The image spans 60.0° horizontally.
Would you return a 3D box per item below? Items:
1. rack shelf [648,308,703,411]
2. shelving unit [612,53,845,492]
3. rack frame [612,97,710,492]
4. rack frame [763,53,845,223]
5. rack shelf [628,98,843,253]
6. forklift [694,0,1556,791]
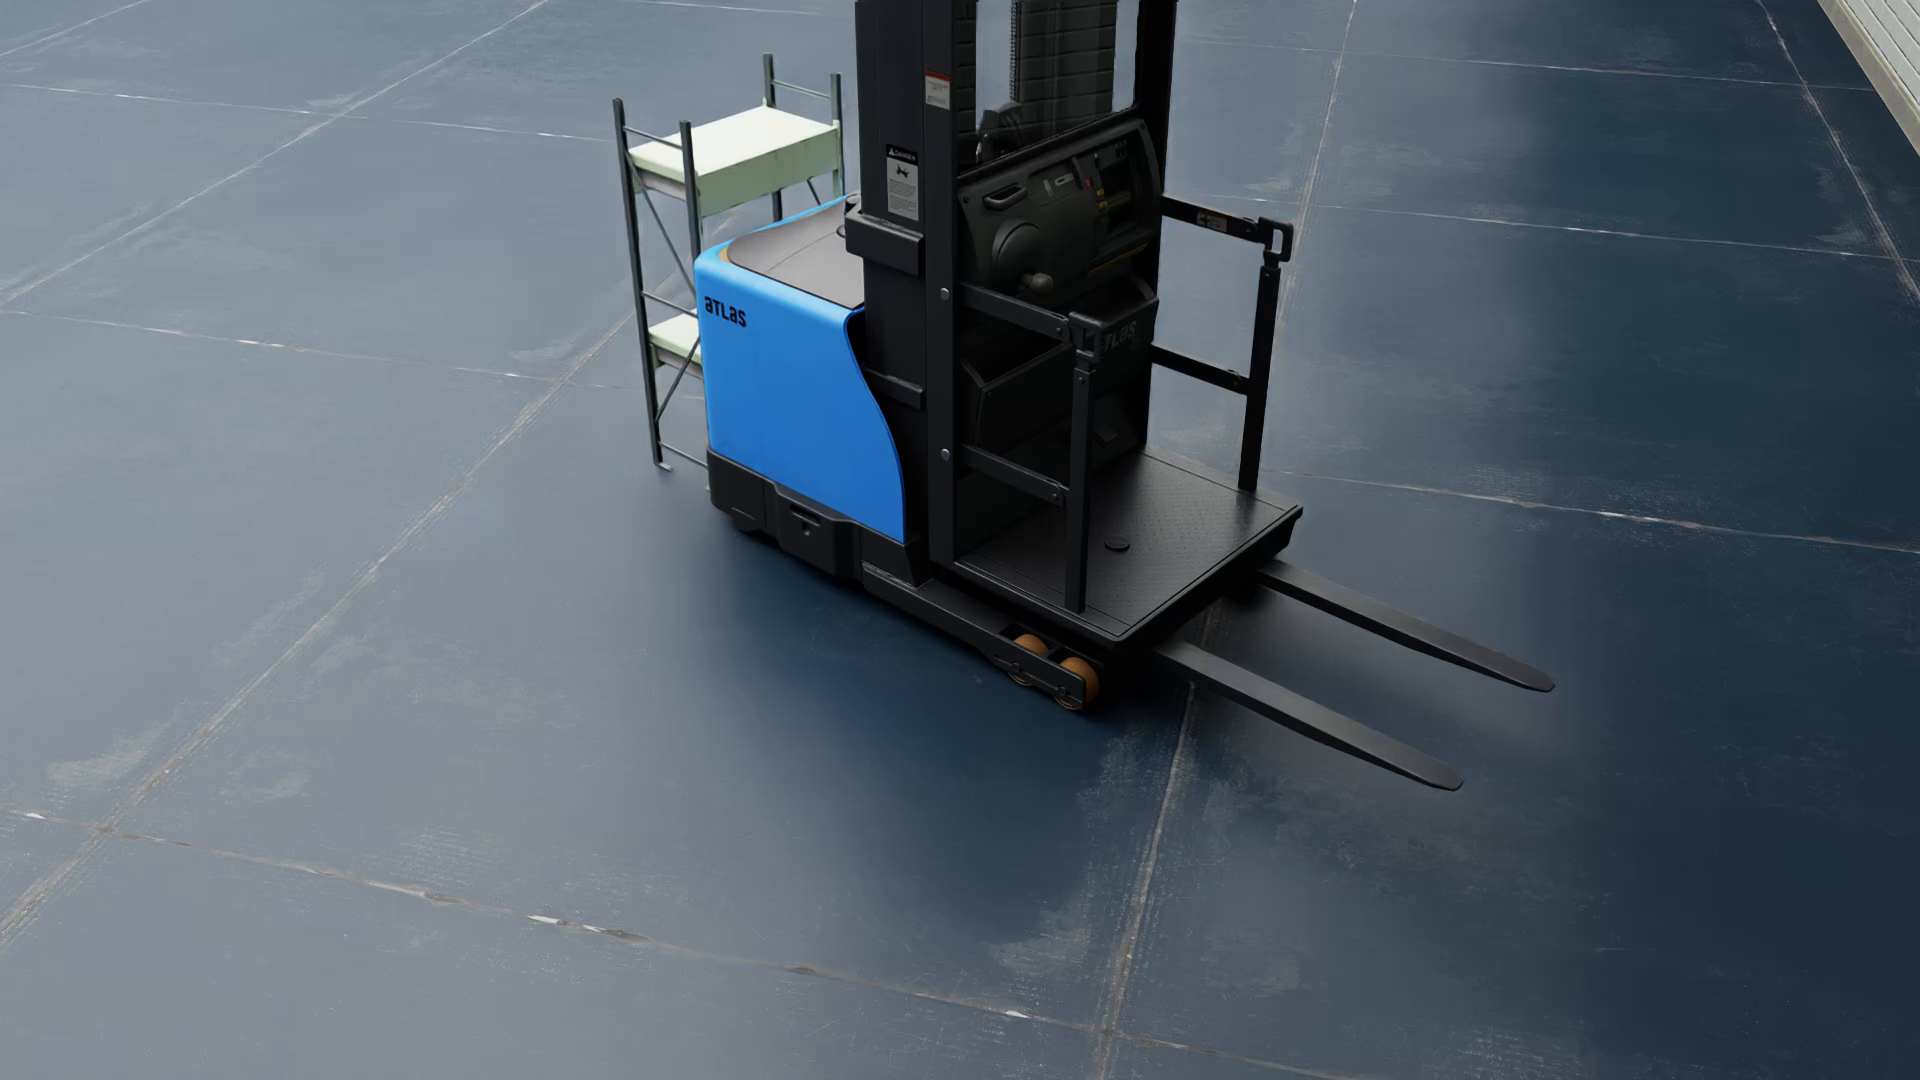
[{"bbox_3d":[-0.843,-0.748,6.636,0.431,0.370,0.720,25,40,34],"label":"rack shelf"},{"bbox_3d":[-0.843,-1.023,6.461,0.431,1.500,0.755,25,40,34],"label":"shelving unit"},{"bbox_3d":[-1.085,-0.876,6.229,0.400,1.500,0.023,25,40,34],"label":"rack frame"},{"bbox_3d":[-0.602,-1.171,6.694,0.400,1.500,0.023,25,40,34],"label":"rack frame"},{"bbox_3d":[-0.843,-1.352,6.252,0.431,0.370,0.720,25,40,34],"label":"rack shelf"},{"bbox_3d":[0.486,-1.008,5.103,3.031,2.935,1.130,25,40,34],"label":"forklift"}]
